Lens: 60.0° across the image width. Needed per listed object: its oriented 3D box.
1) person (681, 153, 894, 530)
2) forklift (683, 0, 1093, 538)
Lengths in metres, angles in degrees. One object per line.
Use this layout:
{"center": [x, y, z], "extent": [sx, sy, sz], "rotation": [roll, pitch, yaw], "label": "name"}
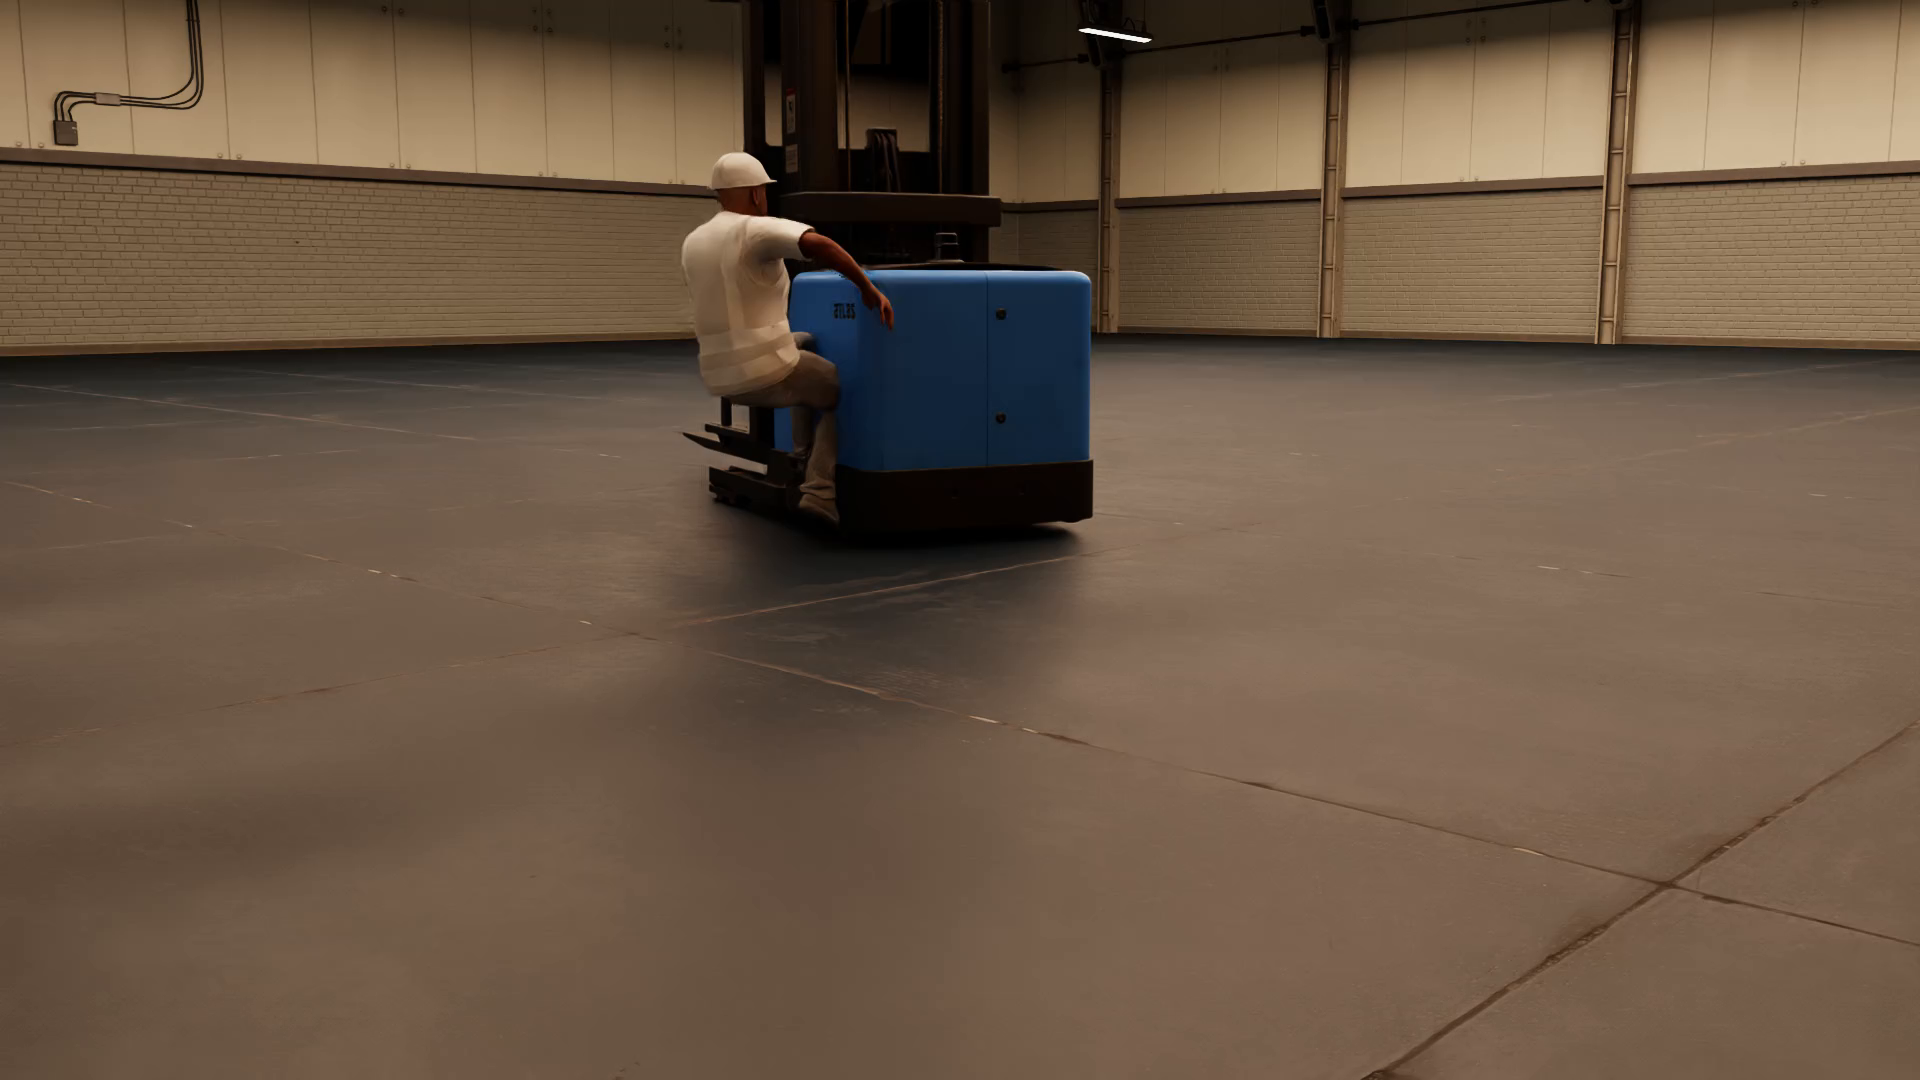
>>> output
{"center": [-0.645, -0.773, 6.632], "extent": [1.108, 1.492, 0.866], "rotation": [7, 11, 37], "label": "person"}
{"center": [-0.552, -1.636, 7.738], "extent": [1.130, 2.935, 3.031], "rotation": [-4, 10, -26], "label": "forklift"}
